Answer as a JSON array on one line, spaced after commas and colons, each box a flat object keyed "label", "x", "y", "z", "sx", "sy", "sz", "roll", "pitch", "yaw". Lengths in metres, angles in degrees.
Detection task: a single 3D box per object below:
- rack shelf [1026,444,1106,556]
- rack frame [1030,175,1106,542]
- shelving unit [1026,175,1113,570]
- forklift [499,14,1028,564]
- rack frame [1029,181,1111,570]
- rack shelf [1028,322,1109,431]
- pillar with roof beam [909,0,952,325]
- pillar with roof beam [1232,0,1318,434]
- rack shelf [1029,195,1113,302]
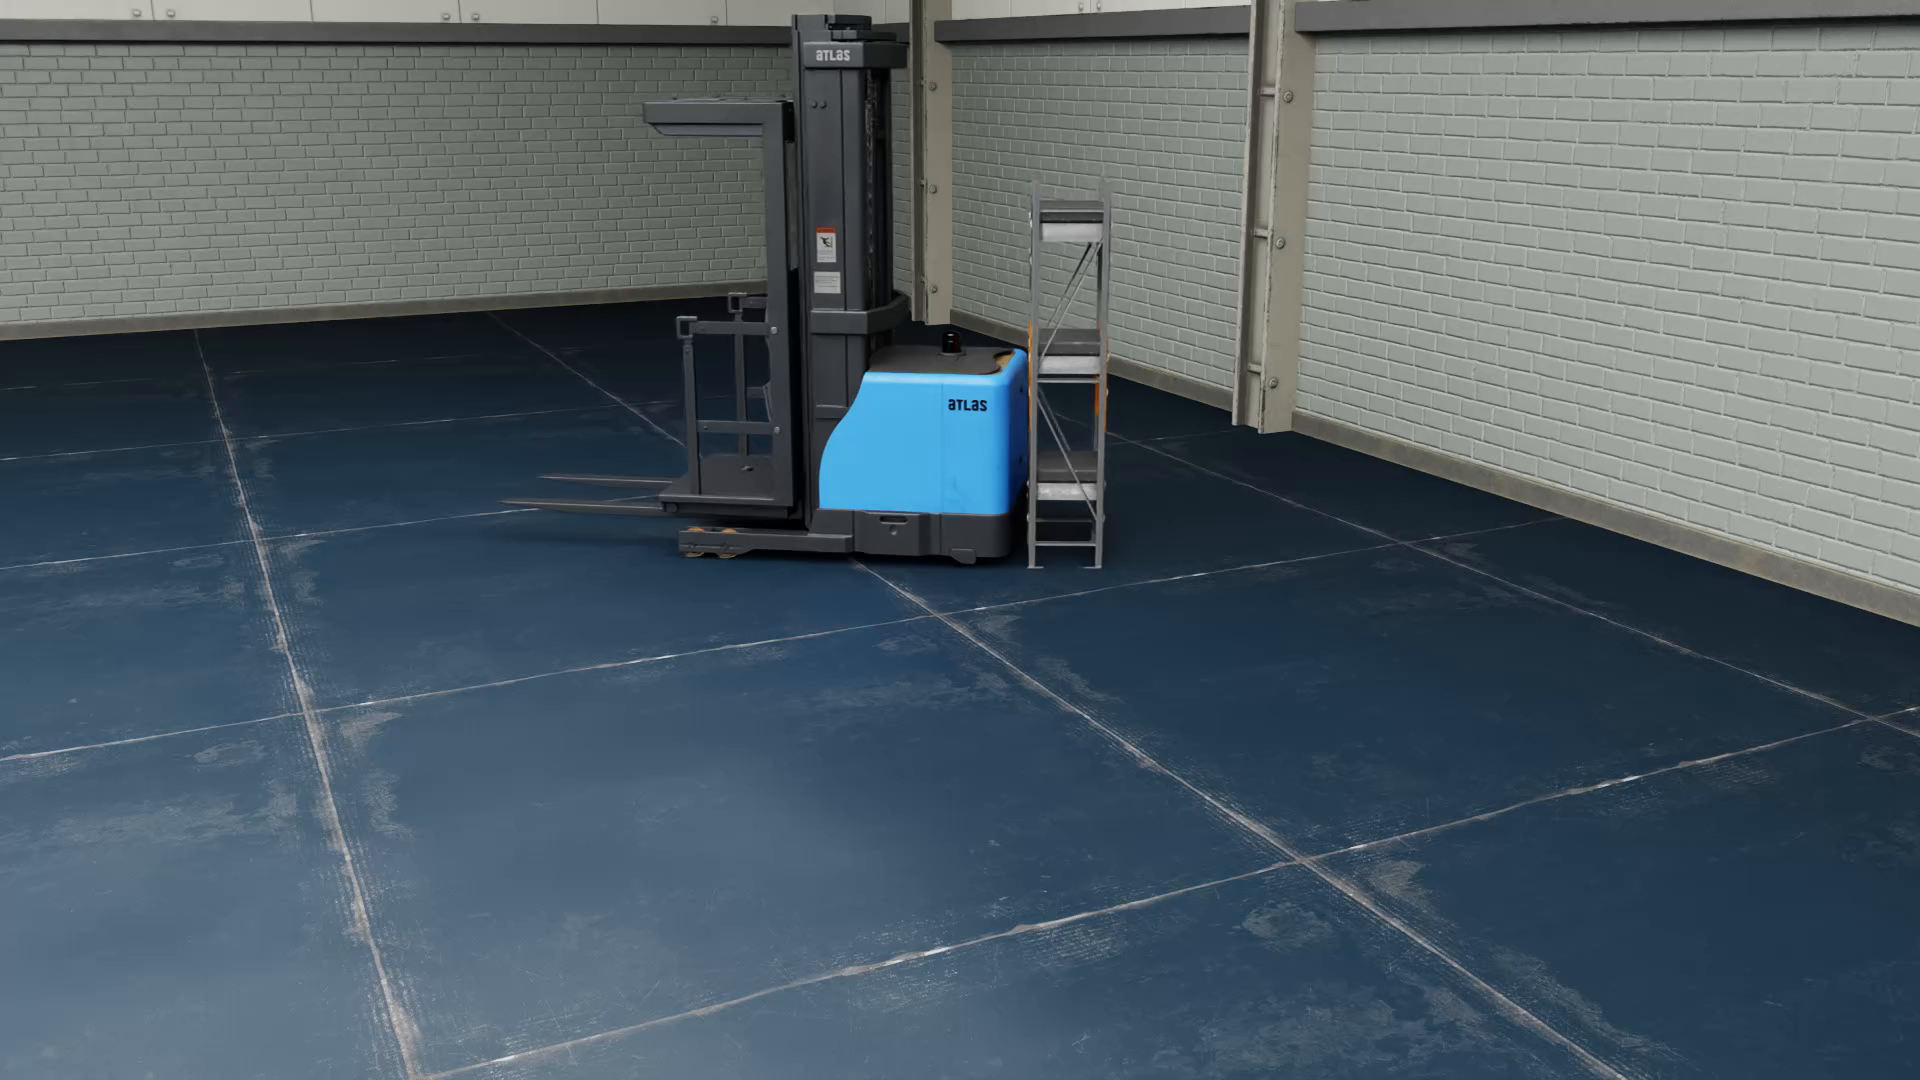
[{"label": "rack shelf", "x": 0.589, "y": -0.231, "z": 9.334, "sx": 0.431, "sy": 0.518, "sz": 0.480, "roll": 1, "pitch": 16, "yaw": 2}, {"label": "rack frame", "x": 0.597, "y": -0.984, "z": 9.371, "sx": 0.400, "sy": 2.100, "sz": 0.015, "roll": 1, "pitch": 16, "yaw": 2}, {"label": "shelving unit", "x": 0.589, "y": -0.916, "z": 9.137, "sx": 0.431, "sy": 2.100, "sz": 0.503, "roll": 1, "pitch": 16, "yaw": 2}, {"label": "forklift", "x": -1.149, "y": -1.444, "z": 9.468, "sx": 3.031, "sy": 2.935, "sz": 1.130, "roll": 2, "pitch": 16, "yaw": 8}, {"label": "rack frame", "x": 0.581, "y": -0.849, "z": 8.902, "sx": 0.400, "sy": 2.100, "sz": 0.015, "roll": 1, "pitch": 16, "yaw": 2}, {"label": "rack shelf", "x": 0.589, "y": -0.903, "z": 9.140, "sx": 0.431, "sy": 0.518, "sz": 0.480, "roll": 1, "pitch": 16, "yaw": 2}, {"label": "pillar with roof beam", "x": -4.171, "y": -6.161, "z": 14.906, "sx": 9.100, "sy": 9.000, "sz": 0.400, "roll": -8, "pitch": 18, "yaw": -25}, {"label": "pillar with roof beam", "x": -1.543, "y": -4.673, "z": 9.721, "sx": 9.100, "sy": 9.000, "sz": 0.400, "roll": -8, "pitch": 18, "yaw": -25}, {"label": "rack shelf", "x": 0.589, "y": -1.576, "z": 8.946, "sx": 0.431, "sy": 0.518, "sz": 0.480, "roll": 1, "pitch": 16, "yaw": 2}]
